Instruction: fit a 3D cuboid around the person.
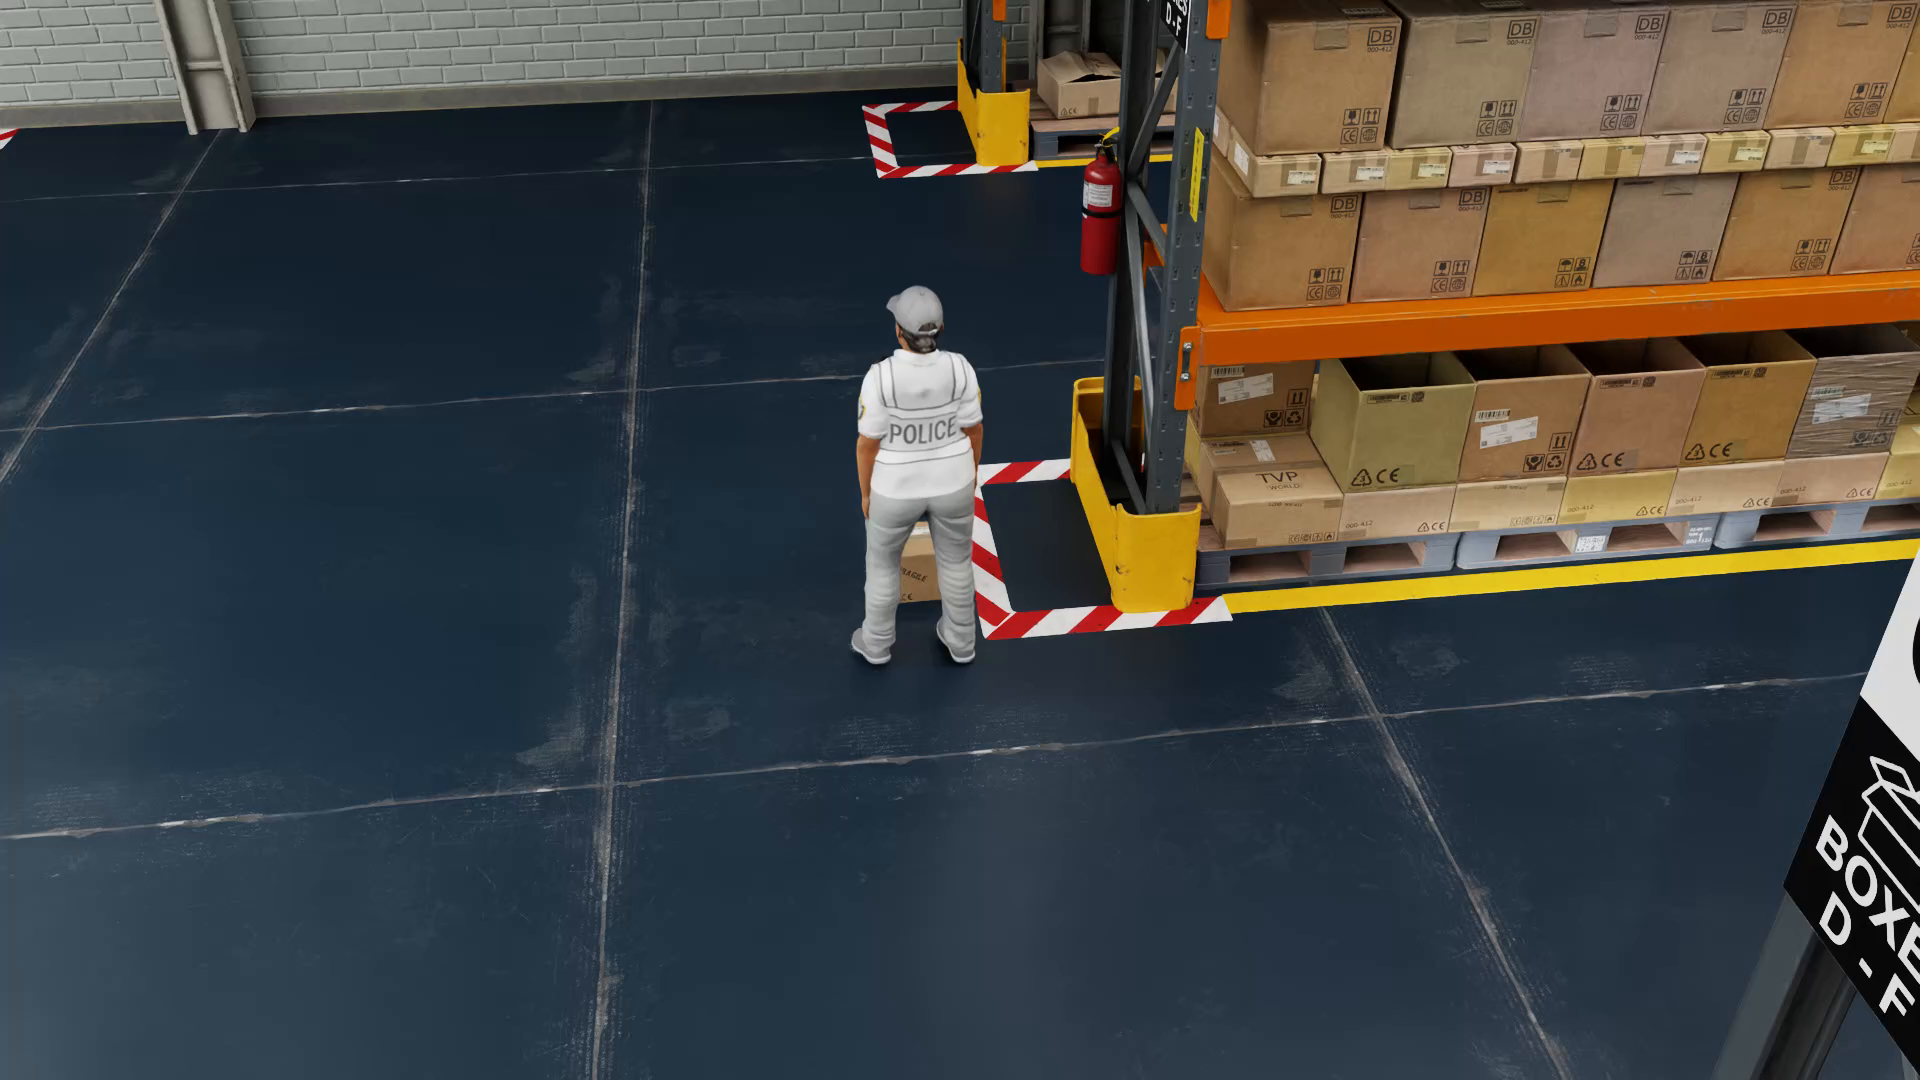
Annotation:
[{"bbox_3d":[-0.173,-0.211,6.444,0.521,1.698,0.411,-8,36,-11],"label":"person"}]
